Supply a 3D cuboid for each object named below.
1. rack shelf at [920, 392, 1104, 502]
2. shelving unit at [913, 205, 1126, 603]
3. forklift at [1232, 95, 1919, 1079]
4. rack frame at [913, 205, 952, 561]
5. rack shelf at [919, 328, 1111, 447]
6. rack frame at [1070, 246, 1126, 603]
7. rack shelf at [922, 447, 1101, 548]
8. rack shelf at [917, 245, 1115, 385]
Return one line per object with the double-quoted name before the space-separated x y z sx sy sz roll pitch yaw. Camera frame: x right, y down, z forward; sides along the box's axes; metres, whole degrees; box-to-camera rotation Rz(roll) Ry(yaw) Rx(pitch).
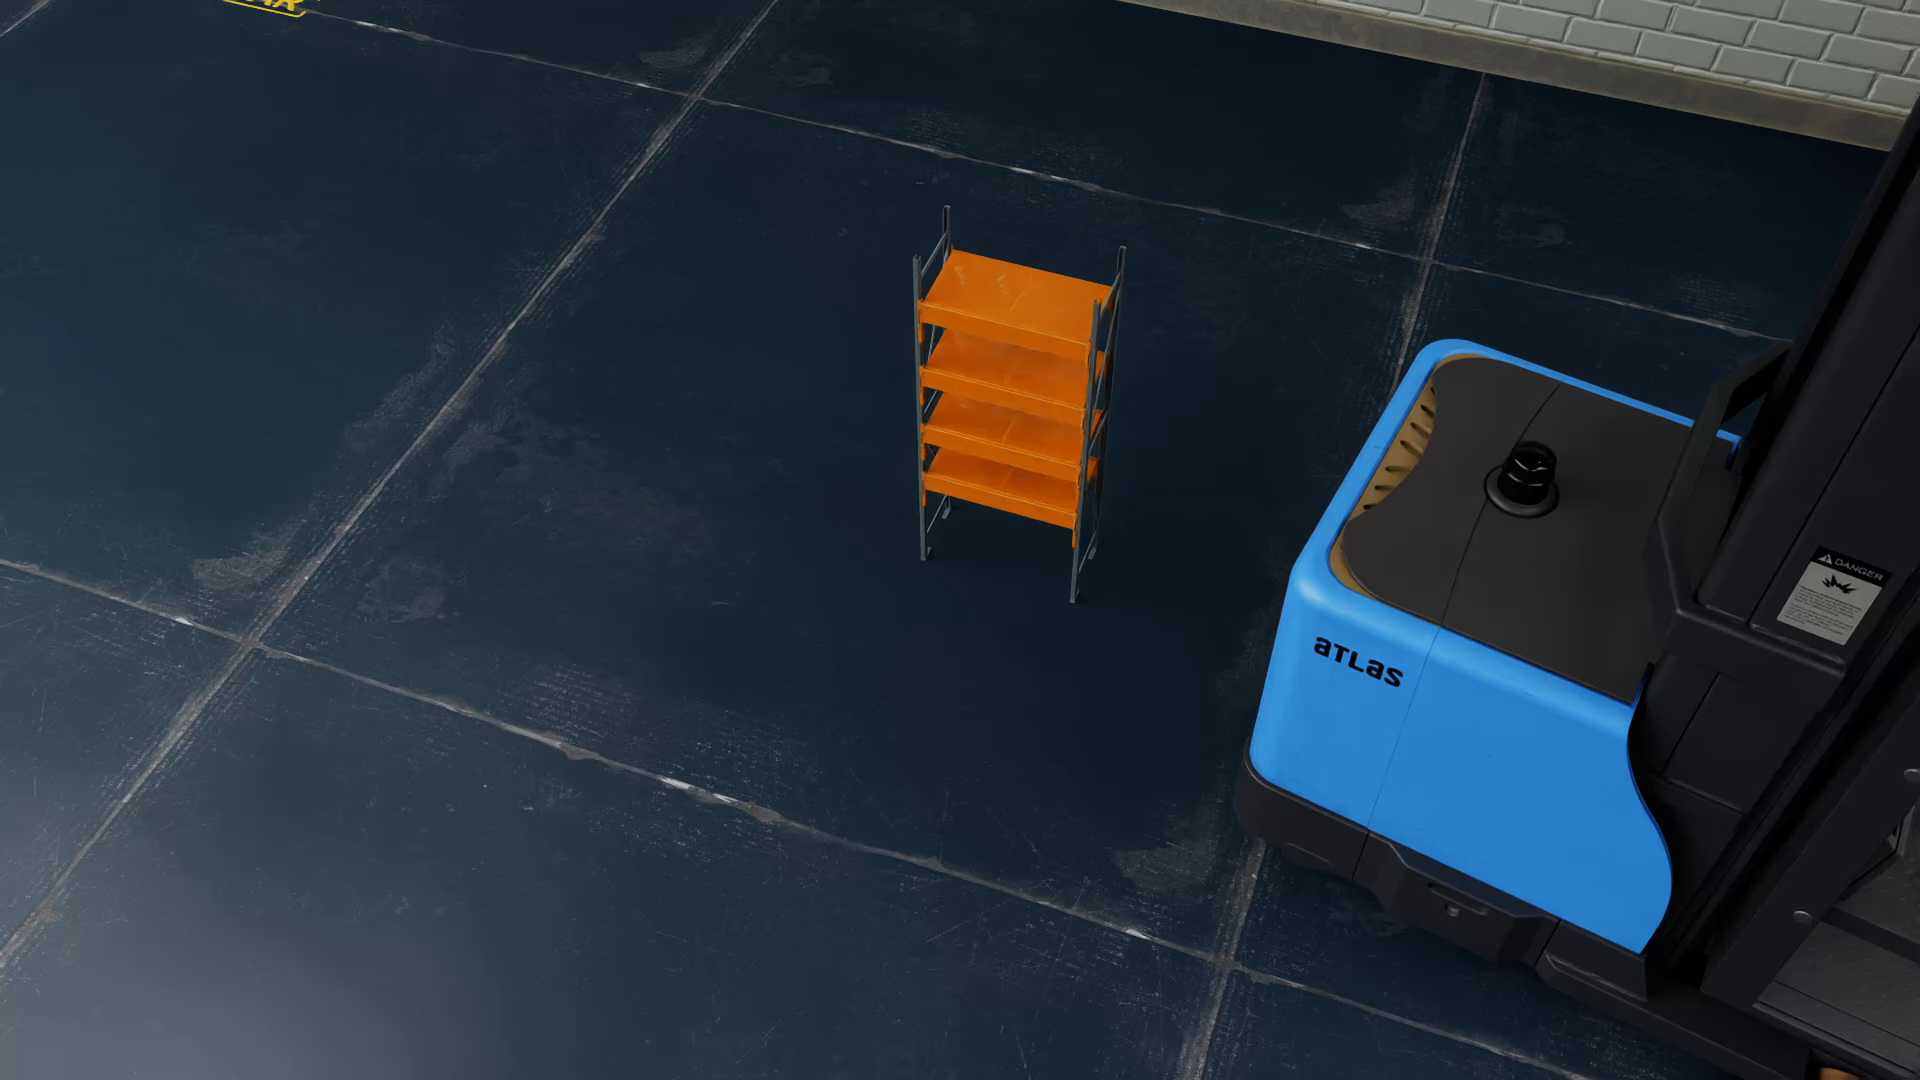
"rack shelf" 0.155 -0.306 4.810 0.480 0.148 0.258 16 51 13
"shelving unit" 0.155 -0.350 4.759 0.503 1.200 0.258 16 51 13
"forklift" 2.276 0.075 3.246 3.031 2.935 1.130 24 53 19
"rack frame" -0.074 -0.414 4.814 0.015 1.200 0.240 16 51 13
"rack shelf" 0.155 -0.452 4.641 0.480 0.148 0.258 16 51 13
"rack frame" 0.384 -0.286 4.704 0.015 1.200 0.240 16 51 13
"rack shelf" 0.155 -0.176 4.960 0.480 0.148 0.258 16 51 13
"rack shelf" 0.155 -0.607 4.462 0.480 0.148 0.258 16 51 13
